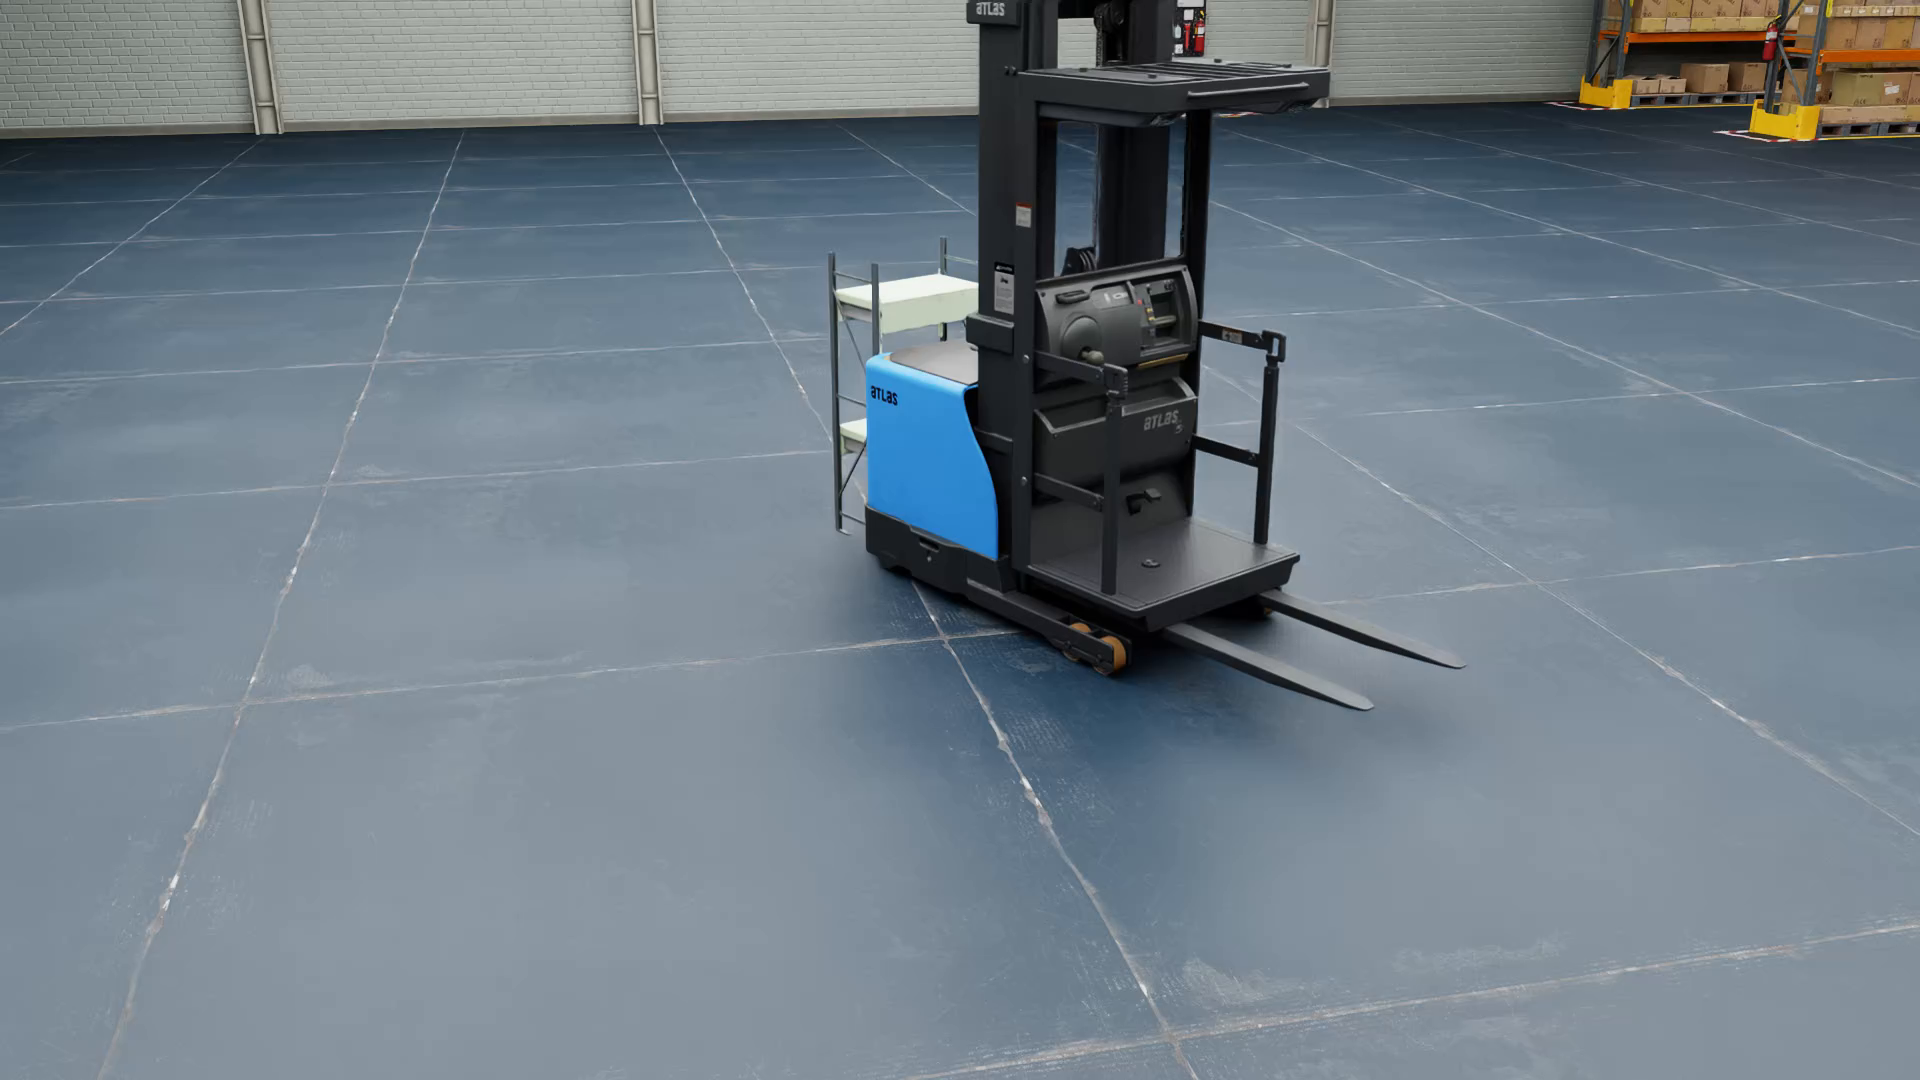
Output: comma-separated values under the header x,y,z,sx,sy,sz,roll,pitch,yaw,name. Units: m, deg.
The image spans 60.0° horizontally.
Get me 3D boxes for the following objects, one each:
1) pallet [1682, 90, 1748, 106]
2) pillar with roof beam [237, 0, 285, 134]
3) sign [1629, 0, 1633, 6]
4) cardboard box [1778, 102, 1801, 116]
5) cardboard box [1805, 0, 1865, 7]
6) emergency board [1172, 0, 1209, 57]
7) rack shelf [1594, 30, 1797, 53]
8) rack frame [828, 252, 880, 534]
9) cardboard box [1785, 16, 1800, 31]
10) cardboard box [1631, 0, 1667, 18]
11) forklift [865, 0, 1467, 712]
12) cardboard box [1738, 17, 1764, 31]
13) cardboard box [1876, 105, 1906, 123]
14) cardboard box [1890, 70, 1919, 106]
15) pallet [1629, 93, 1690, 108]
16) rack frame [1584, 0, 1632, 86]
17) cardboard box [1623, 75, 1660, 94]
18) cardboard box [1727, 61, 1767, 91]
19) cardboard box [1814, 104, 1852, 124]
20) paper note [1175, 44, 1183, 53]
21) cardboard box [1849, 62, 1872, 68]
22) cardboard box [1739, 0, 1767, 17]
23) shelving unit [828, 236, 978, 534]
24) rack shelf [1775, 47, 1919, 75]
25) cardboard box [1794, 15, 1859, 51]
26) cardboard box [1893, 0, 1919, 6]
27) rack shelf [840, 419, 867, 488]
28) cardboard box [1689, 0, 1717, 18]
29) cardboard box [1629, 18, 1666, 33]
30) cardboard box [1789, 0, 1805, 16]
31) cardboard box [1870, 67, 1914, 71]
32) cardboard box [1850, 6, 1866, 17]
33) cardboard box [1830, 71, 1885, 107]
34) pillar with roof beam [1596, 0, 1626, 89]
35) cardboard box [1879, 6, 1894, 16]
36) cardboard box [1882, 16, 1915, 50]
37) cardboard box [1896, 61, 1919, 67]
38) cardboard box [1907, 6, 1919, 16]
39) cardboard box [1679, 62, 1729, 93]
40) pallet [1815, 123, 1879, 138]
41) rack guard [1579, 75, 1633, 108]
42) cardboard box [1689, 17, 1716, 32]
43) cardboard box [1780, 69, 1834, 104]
x,y,z,sx,sy,sz,roll,pitch,yaw,name
13.916,-8.309,31.189,1.213,0.211,1.003,-5,21,-12,pallet
-10.024,-9.285,21.080,0.400,9.000,9.100,-5,21,-12,pillar with roof beam
11.984,-9.689,29.645,0.005,0.325,0.100,-5,21,-12,sign
13.456,-6.854,26.551,0.500,0.250,0.500,-5,21,-12,cardboard box
13.511,-8.499,25.624,0.500,0.500,0.700,-5,21,-12,cardboard box
4.088,-9.151,29.436,0.643,1.169,0.194,-5,21,-12,emergency board
13.805,-9.285,30.846,4.000,0.370,1.077,-5,21,-12,rack shelf
-0.535,-0.707,8.564,0.023,1.500,0.400,-16,25,-37,rack frame
15.360,-9.581,30.797,0.500,0.250,0.500,-5,21,-12,cardboard box
12.393,-9.692,30.012,0.500,0.500,0.500,-5,21,-12,cardboard box
0.846,-0.986,7.246,1.130,2.935,3.031,-16,25,-37,forklift
14.388,-9.499,30.574,0.500,0.250,0.500,-5,21,-13,cardboard box
14.548,-6.761,26.296,0.500,0.250,0.500,-5,21,-12,cardboard box
15.036,-7.150,26.270,0.500,0.500,0.500,-5,21,-12,cardboard box
12.732,-8.213,30.929,1.213,0.211,1.003,-5,21,-12,pallet
11.859,-9.464,30.290,0.127,3.000,1.000,-5,21,-12,rack frame
12.553,-8.433,30.744,0.500,0.311,0.500,-7,21,-19,cardboard box
14.751,-8.718,31.248,0.500,0.500,0.500,-6,21,-17,cardboard box
13.575,-6.680,26.077,0.500,0.250,0.500,-5,21,-12,cardboard box
3.900,-8.747,29.612,0.142,0.148,0.016,-5,21,-12,paper note
16.955,-8.935,31.840,0.500,0.500,0.700,-5,21,-14,cardboard box
14.386,-9.853,30.451,0.500,0.500,0.500,-5,21,-14,cardboard box
-0.254,-0.787,8.784,0.755,1.500,0.431,-16,25,-37,shelving unit
14.949,-7.627,26.320,4.000,0.370,1.077,-5,21,-12,rack shelf
13.460,-7.886,25.836,0.500,0.500,0.700,-5,21,-12,cardboard box
14.512,-8.583,25.853,0.500,0.500,0.700,-5,21,-12,cardboard box
-0.254,-0.481,8.896,0.720,0.370,0.431,-16,25,-37,rack shelf
13.380,-9.767,30.215,0.500,0.500,0.500,-5,21,-14,cardboard box
12.407,-9.335,30.127,0.500,0.250,0.500,-5,21,-14,cardboard box
15.363,-9.931,30.663,0.500,0.500,0.500,-5,21,-13,cardboard box
14.912,-7.330,26.760,0.500,0.500,0.500,-5,21,-12,cardboard box
13.690,-8.139,25.583,0.250,0.149,0.380,-5,21,-14,cardboard box
14.062,-7.073,26.058,0.500,0.500,0.500,-5,21,-12,cardboard box
13.332,-11.185,26.266,0.400,9.000,9.100,-5,21,-12,pillar with roof beam
14.179,-8.177,25.688,0.250,0.149,0.380,-5,21,-13,cardboard box
14.454,-7.966,26.056,0.500,0.500,0.700,-5,21,-12,cardboard box
17.950,-9.005,32.031,0.500,0.500,0.700,-5,21,-13,cardboard box
14.687,-8.219,25.803,0.250,0.149,0.380,-5,21,-13,cardboard box
13.833,-8.608,30.947,0.500,0.500,0.700,-6,21,-16,cardboard box
13.737,-6.572,26.447,1.213,0.211,1.003,-5,21,-12,pallet
11.933,-8.296,30.736,0.348,0.500,1.175,-5,21,-12,rack guard
13.406,-9.420,30.357,0.500,0.250,0.500,-5,21,-13,cardboard box
13.456,-7.207,26.424,0.500,0.500,0.500,-5,21,-12,cardboard box
